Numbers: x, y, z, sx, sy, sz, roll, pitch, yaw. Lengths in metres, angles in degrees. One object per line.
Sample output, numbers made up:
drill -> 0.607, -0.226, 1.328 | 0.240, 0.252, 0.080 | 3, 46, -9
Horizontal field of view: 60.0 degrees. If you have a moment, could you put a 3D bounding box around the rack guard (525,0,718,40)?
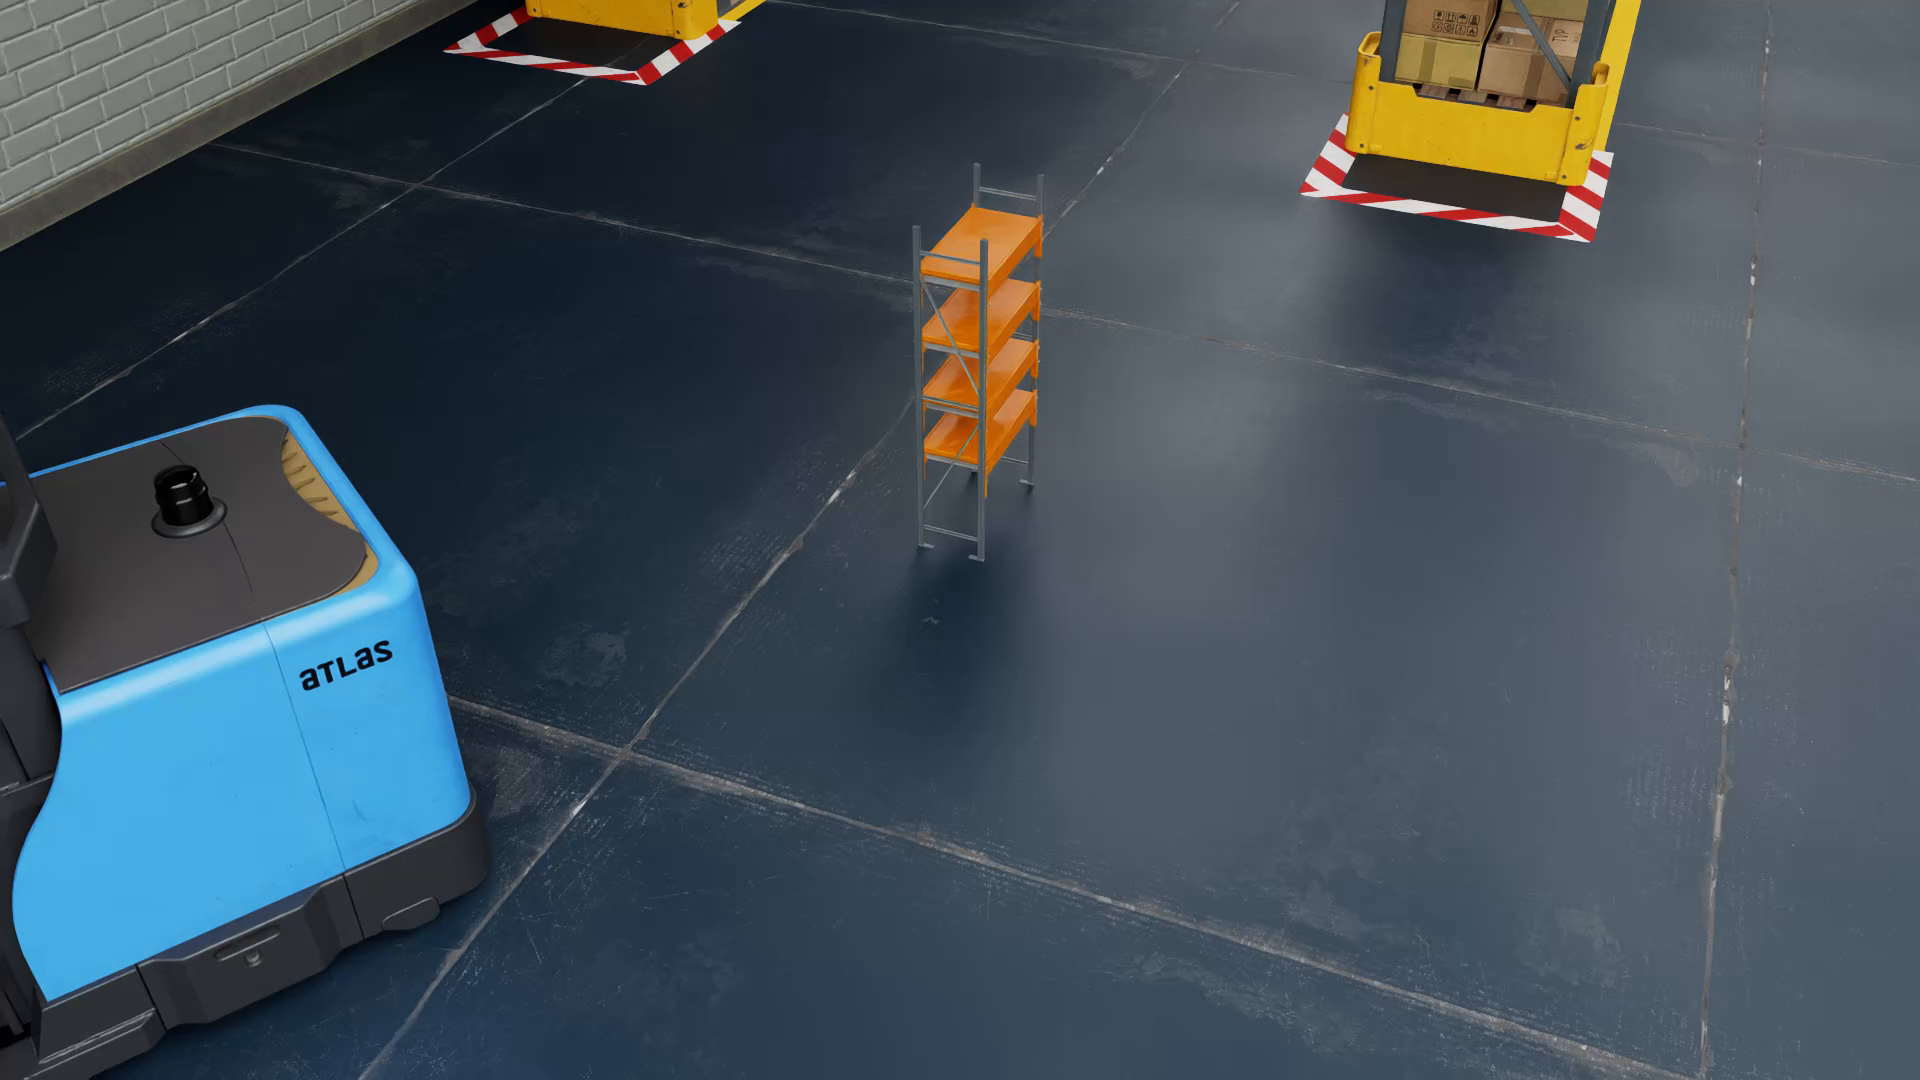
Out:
rack guard -> -2.014, -3.308, 9.759 | 1.175, 0.500, 0.348 | 14, 39, 18

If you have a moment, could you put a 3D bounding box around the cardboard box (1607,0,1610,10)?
cardboard box -> 3.521, -3.284, 9.585 | 0.500, 0.250, 0.500 | 14, 39, 18

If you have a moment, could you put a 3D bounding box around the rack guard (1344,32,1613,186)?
rack guard -> 2.530, -2.127, 8.178 | 1.175, 0.500, 0.348 | 14, 39, 18

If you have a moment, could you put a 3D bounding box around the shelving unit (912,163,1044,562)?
shelving unit -> 0.063, -0.572, 5.513 | 0.258, 1.200, 0.503 | 14, 39, 18

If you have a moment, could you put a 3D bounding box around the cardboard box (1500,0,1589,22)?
cardboard box -> 3.138, -3.032, 8.620 | 0.500, 0.500, 0.500 | 14, 39, 18

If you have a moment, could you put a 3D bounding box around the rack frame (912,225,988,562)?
rack frame -> -0.030, -0.437, 5.333 | 0.240, 1.200, 0.015 | 14, 39, 18

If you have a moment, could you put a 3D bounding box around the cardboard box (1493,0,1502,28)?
cardboard box -> 2.649, -2.852, 9.006 | 0.500, 0.250, 0.500 | 14, 39, 18

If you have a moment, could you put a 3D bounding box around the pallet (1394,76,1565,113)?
pallet -> 2.792, -2.457, 8.861 | 1.003, 0.211, 1.213 | 14, 39, 18

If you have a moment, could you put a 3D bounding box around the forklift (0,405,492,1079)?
forklift -> -2.757, 0.040, 3.248 | 3.031, 2.935, 1.130 | -23, 42, -27

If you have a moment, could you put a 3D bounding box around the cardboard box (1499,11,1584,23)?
cardboard box -> 3.136, -2.732, 8.845 | 0.500, 0.250, 0.500 | 14, 39, 18

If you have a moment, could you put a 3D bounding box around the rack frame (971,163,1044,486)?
rack frame -> 0.156, -0.707, 5.694 | 0.240, 1.200, 0.015 | 14, 39, 18

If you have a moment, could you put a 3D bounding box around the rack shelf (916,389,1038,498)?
rack shelf -> 0.063, -0.359, 5.673 | 0.258, 0.148, 0.480 | 14, 39, 18

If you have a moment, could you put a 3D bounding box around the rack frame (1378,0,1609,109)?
rack frame -> 2.539, -3.141, 7.447 | 1.000, 3.000, 0.127 | 14, 39, 18

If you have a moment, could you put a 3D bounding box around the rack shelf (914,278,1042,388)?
rack shelf -> 0.063, -0.698, 5.420 | 0.258, 0.148, 0.480 | 14, 39, 18

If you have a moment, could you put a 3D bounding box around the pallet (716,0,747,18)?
pallet -> -1.673, -3.634, 10.436 | 1.003, 0.211, 1.213 | 14, 39, 18

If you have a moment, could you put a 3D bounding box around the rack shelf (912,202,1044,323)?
rack shelf -> 0.063, -0.887, 5.278 | 0.258, 0.148, 0.480 | 14, 39, 18

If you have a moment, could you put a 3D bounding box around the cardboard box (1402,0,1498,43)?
cardboard box -> 2.468, -2.873, 8.408 | 0.500, 0.500, 0.500 | 14, 39, 18

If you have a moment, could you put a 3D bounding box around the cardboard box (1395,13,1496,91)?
cardboard box -> 2.470, -2.572, 8.632 | 0.500, 0.250, 0.500 | 14, 39, 18

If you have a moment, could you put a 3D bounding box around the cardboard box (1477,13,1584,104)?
cardboard box -> 2.949, -2.454, 8.474 | 0.500, 0.250, 0.500 | 14, 39, 18

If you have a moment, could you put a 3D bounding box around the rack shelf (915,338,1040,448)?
rack shelf -> 0.063, -0.518, 5.554 | 0.258, 0.148, 0.480 | 14, 39, 18
